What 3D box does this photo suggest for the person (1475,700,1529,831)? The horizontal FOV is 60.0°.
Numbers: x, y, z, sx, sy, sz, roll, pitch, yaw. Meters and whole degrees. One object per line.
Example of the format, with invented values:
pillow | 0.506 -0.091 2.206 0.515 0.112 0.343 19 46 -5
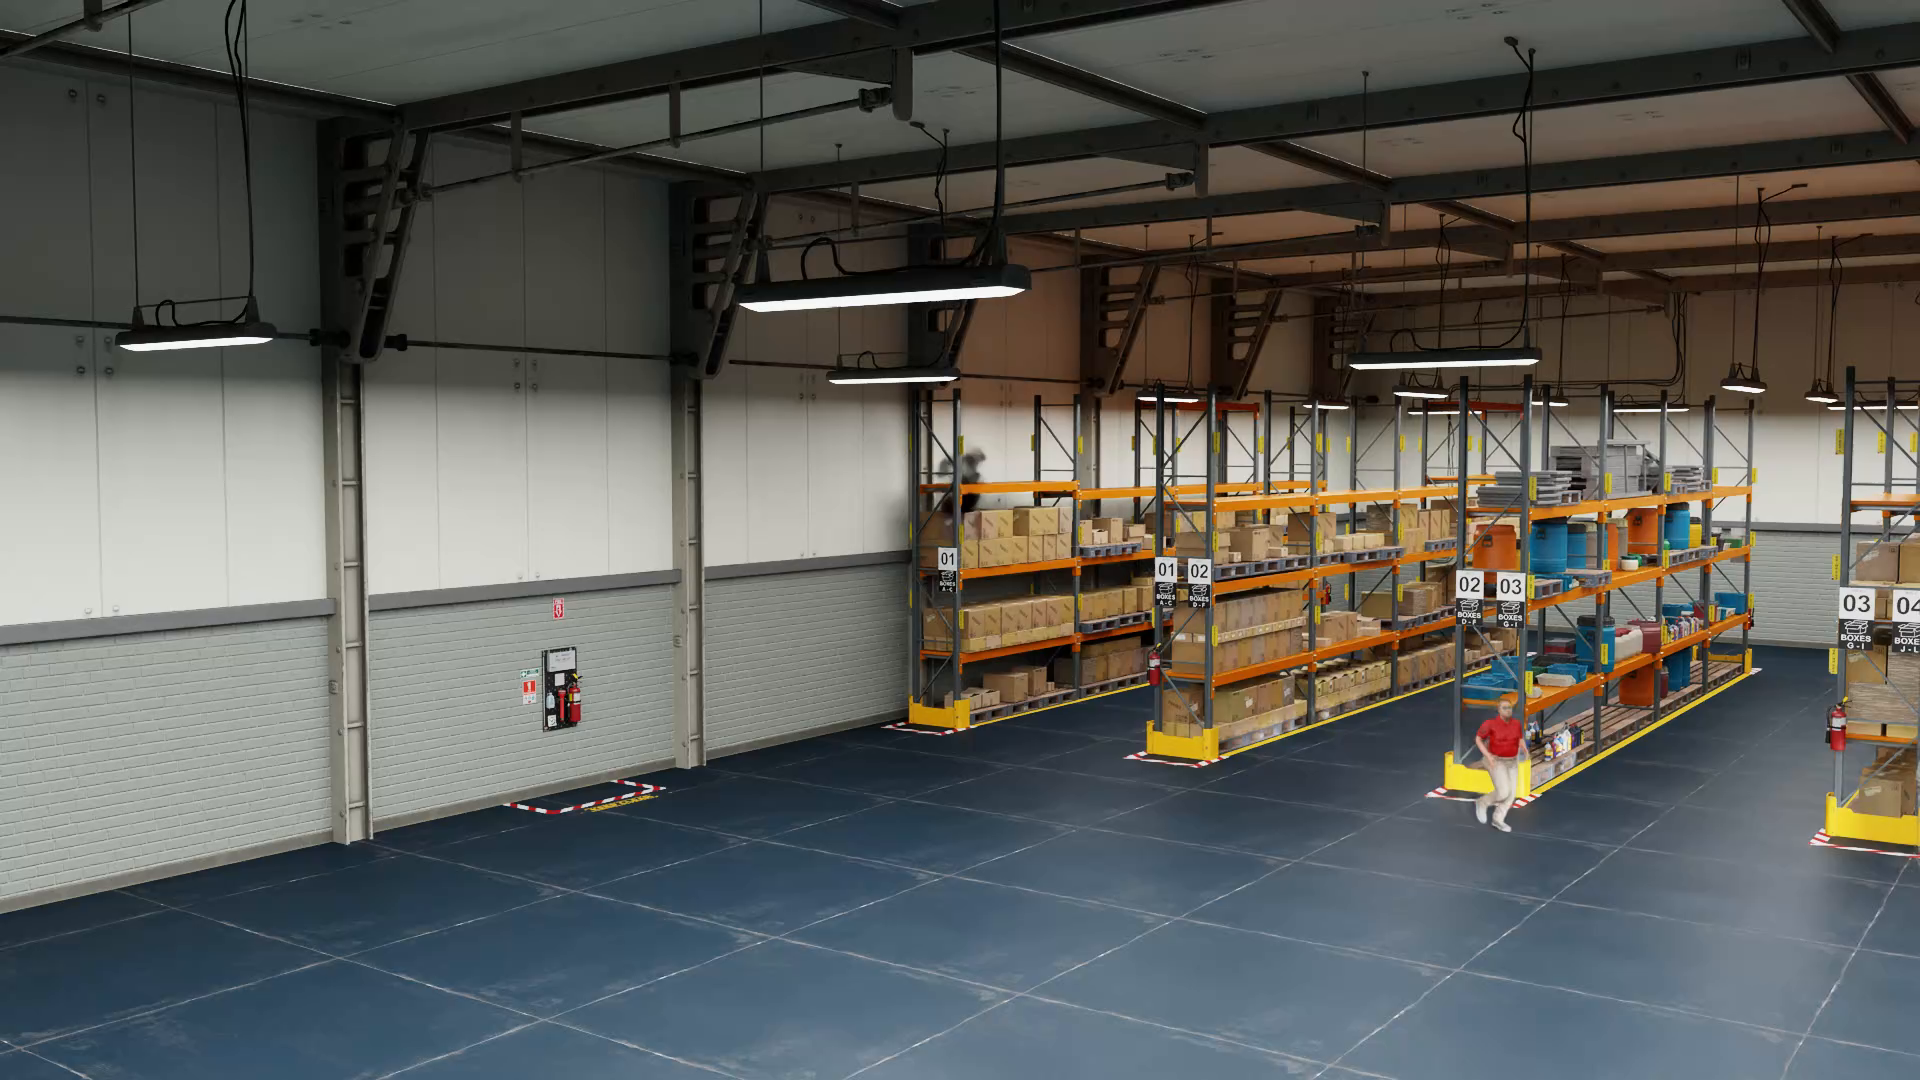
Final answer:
person | 7.091 2.928 21.661 0.649 1.698 0.631 -1 3 -18
